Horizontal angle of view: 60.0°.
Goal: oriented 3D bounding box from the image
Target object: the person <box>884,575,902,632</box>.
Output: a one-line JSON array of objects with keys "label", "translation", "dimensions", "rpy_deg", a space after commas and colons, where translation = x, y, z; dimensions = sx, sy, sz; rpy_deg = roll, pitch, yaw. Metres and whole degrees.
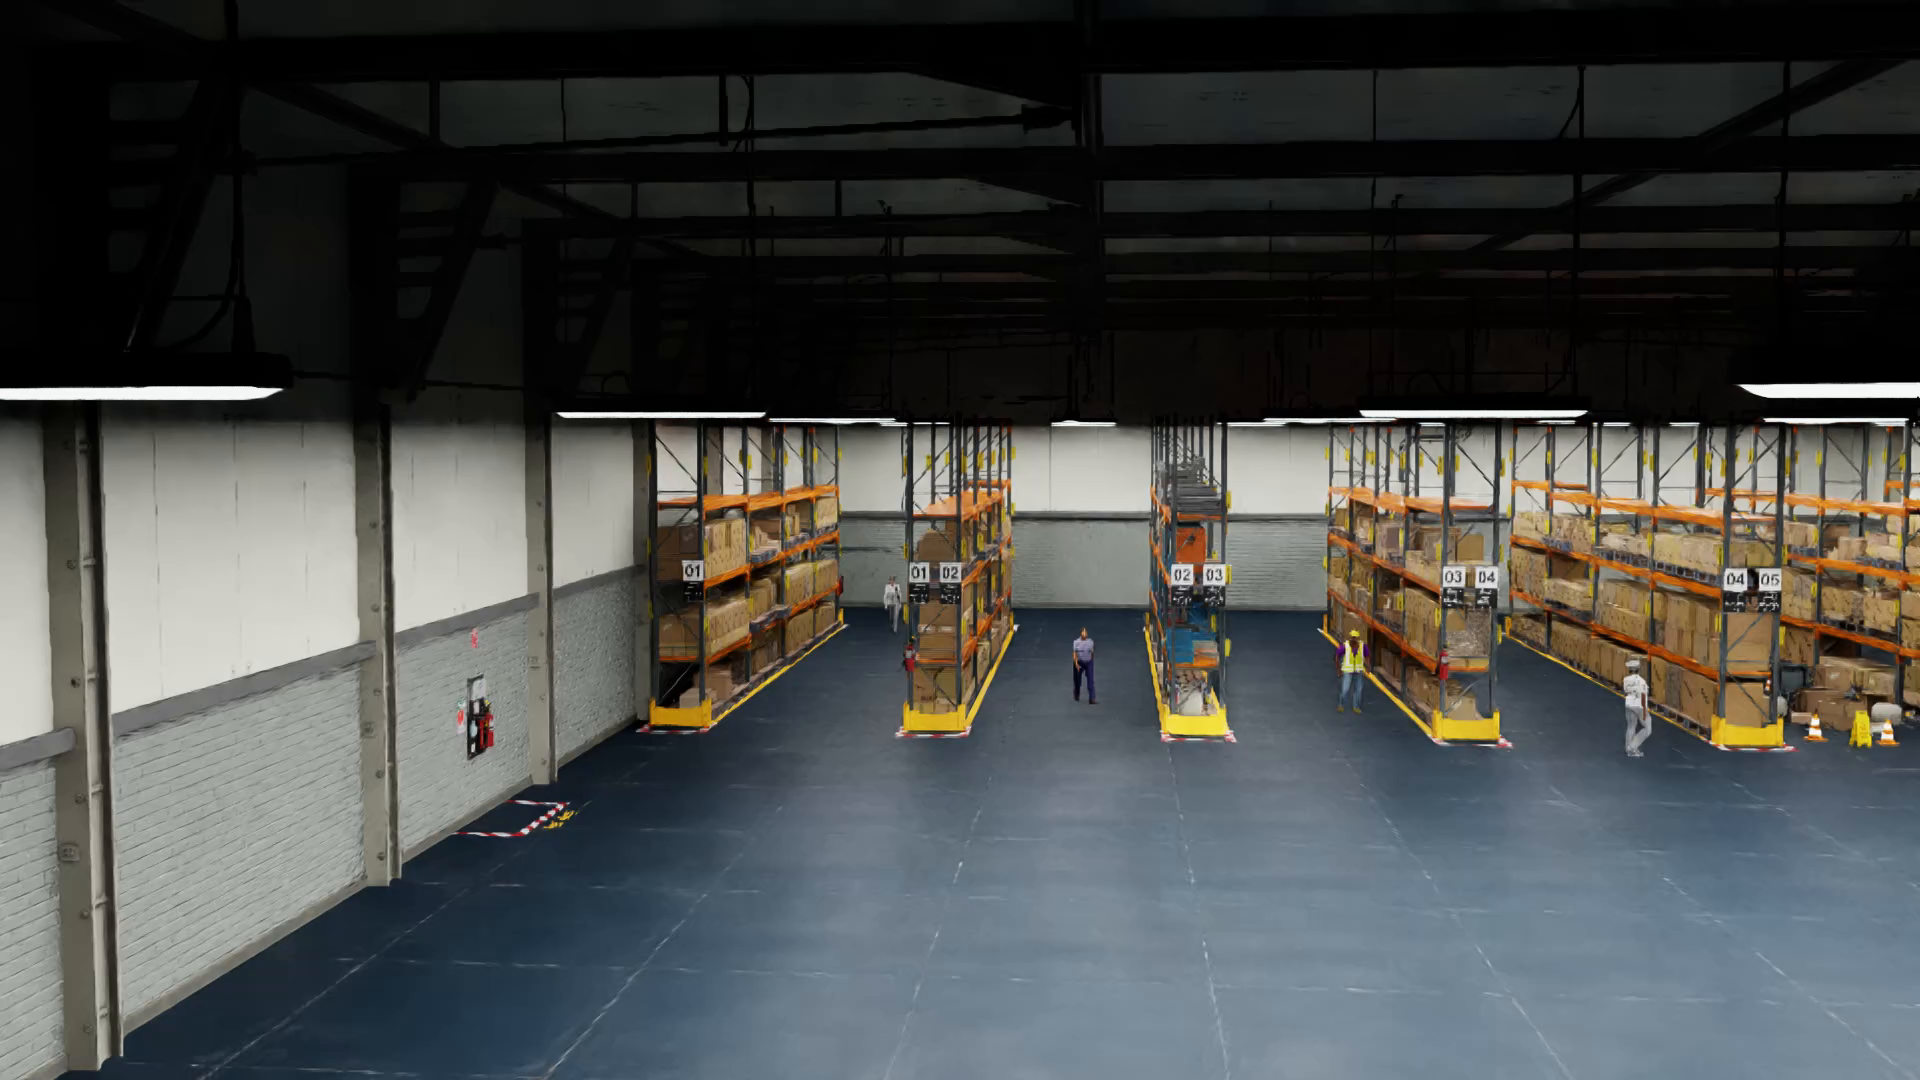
[{"label": "person", "translation": [-1.897, 1.768, 46.709], "dimensions": [0.495, 1.589, 1.086], "rpy_deg": [0, 4, 7]}]

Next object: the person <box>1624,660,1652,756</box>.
[{"label": "person", "translation": [11.743, 2.940, 28.910], "dimensions": [0.417, 1.674, 0.502], "rpy_deg": [-2, 4, -26]}]

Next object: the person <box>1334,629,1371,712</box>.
[{"label": "person", "translation": [7.883, 2.627, 33.401], "dimensions": [0.719, 1.714, 0.578], "rpy_deg": [0, 4, 3]}]

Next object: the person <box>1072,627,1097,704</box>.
[{"label": "person", "translation": [2.565, 2.590, 34.614], "dimensions": [0.478, 1.580, 0.999], "rpy_deg": [0, 4, -3]}]
